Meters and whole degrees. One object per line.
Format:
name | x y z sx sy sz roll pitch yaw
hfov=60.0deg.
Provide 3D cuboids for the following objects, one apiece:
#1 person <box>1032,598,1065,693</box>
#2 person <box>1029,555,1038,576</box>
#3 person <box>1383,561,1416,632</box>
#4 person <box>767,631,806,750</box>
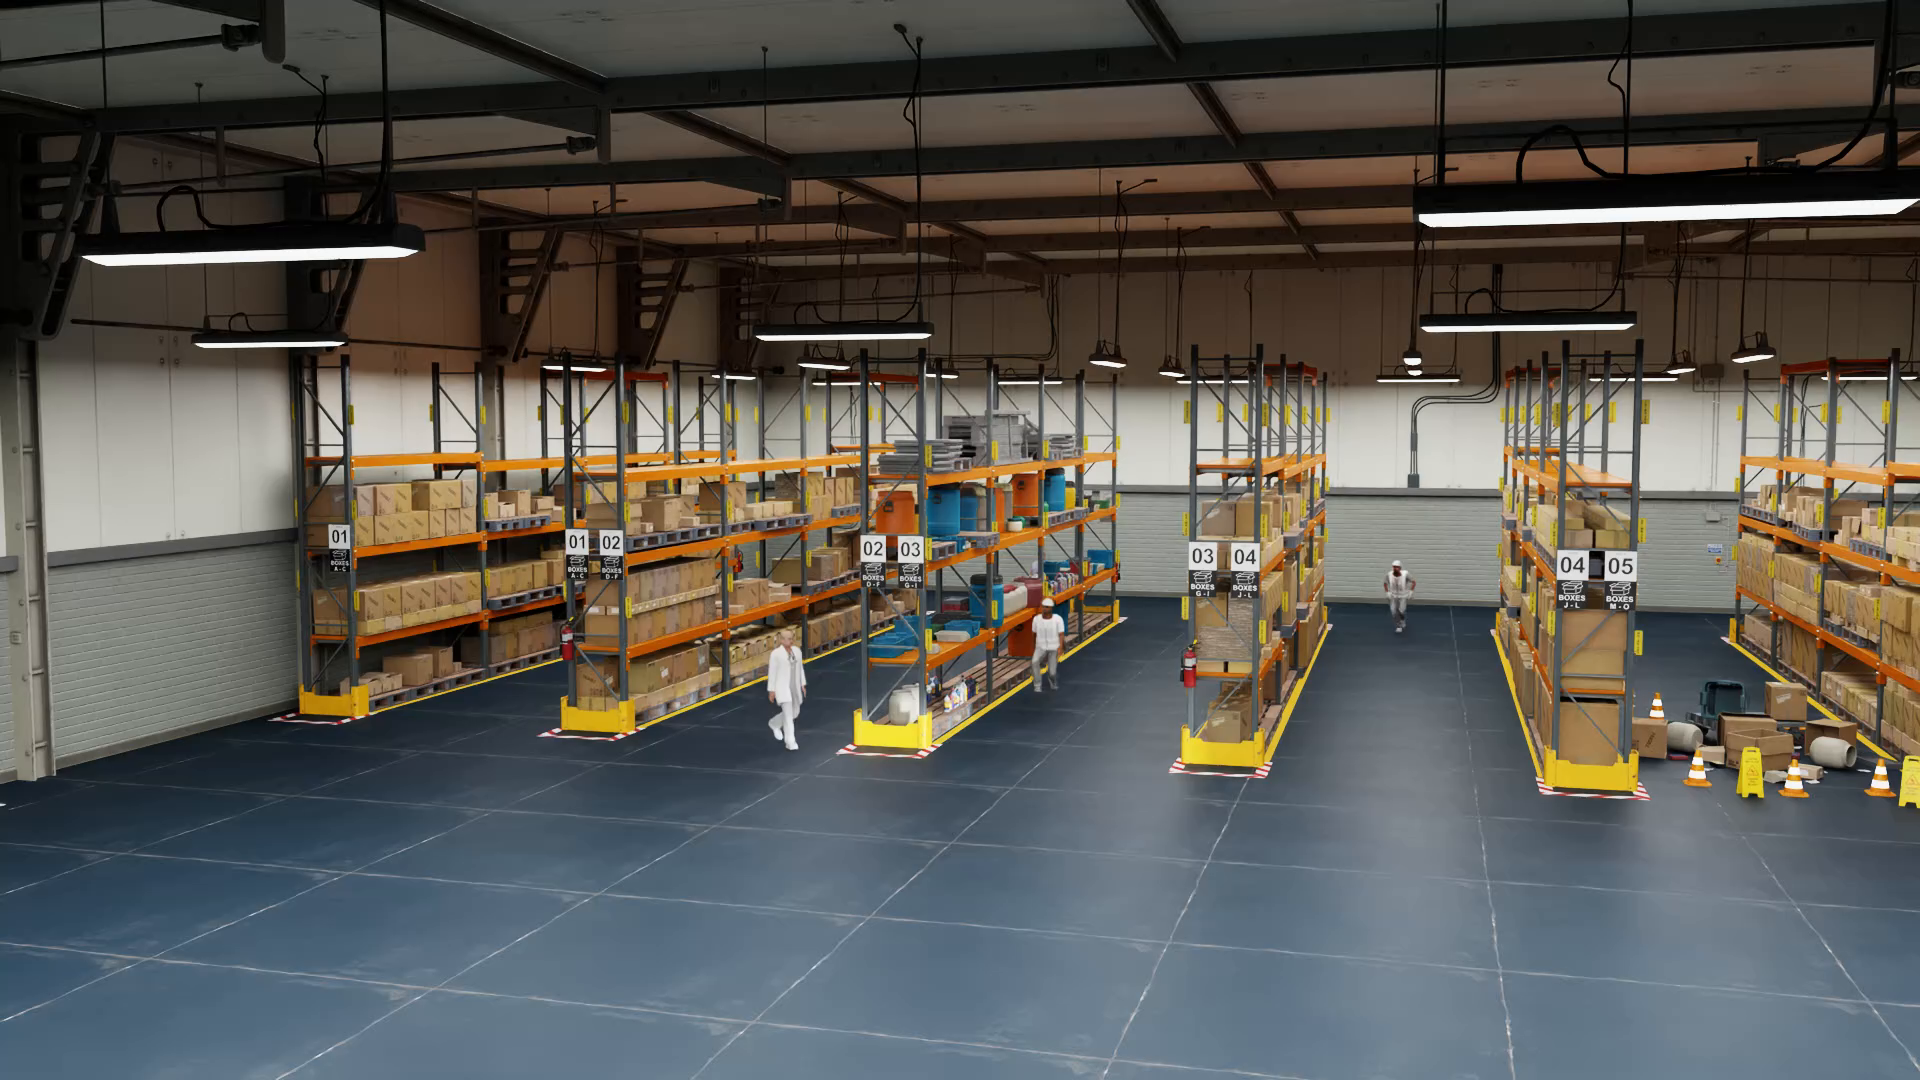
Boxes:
person | 1.493 1.802 28.410 0.589 1.597 1.028 1 4 10
person | 1.906 1.106 41.139 0.509 1.630 0.874 4 6 44
person | 10.103 1.301 38.228 0.724 1.680 0.663 2 5 24
person | -2.626 2.234 25.133 0.644 1.749 0.965 -4 6 -42
